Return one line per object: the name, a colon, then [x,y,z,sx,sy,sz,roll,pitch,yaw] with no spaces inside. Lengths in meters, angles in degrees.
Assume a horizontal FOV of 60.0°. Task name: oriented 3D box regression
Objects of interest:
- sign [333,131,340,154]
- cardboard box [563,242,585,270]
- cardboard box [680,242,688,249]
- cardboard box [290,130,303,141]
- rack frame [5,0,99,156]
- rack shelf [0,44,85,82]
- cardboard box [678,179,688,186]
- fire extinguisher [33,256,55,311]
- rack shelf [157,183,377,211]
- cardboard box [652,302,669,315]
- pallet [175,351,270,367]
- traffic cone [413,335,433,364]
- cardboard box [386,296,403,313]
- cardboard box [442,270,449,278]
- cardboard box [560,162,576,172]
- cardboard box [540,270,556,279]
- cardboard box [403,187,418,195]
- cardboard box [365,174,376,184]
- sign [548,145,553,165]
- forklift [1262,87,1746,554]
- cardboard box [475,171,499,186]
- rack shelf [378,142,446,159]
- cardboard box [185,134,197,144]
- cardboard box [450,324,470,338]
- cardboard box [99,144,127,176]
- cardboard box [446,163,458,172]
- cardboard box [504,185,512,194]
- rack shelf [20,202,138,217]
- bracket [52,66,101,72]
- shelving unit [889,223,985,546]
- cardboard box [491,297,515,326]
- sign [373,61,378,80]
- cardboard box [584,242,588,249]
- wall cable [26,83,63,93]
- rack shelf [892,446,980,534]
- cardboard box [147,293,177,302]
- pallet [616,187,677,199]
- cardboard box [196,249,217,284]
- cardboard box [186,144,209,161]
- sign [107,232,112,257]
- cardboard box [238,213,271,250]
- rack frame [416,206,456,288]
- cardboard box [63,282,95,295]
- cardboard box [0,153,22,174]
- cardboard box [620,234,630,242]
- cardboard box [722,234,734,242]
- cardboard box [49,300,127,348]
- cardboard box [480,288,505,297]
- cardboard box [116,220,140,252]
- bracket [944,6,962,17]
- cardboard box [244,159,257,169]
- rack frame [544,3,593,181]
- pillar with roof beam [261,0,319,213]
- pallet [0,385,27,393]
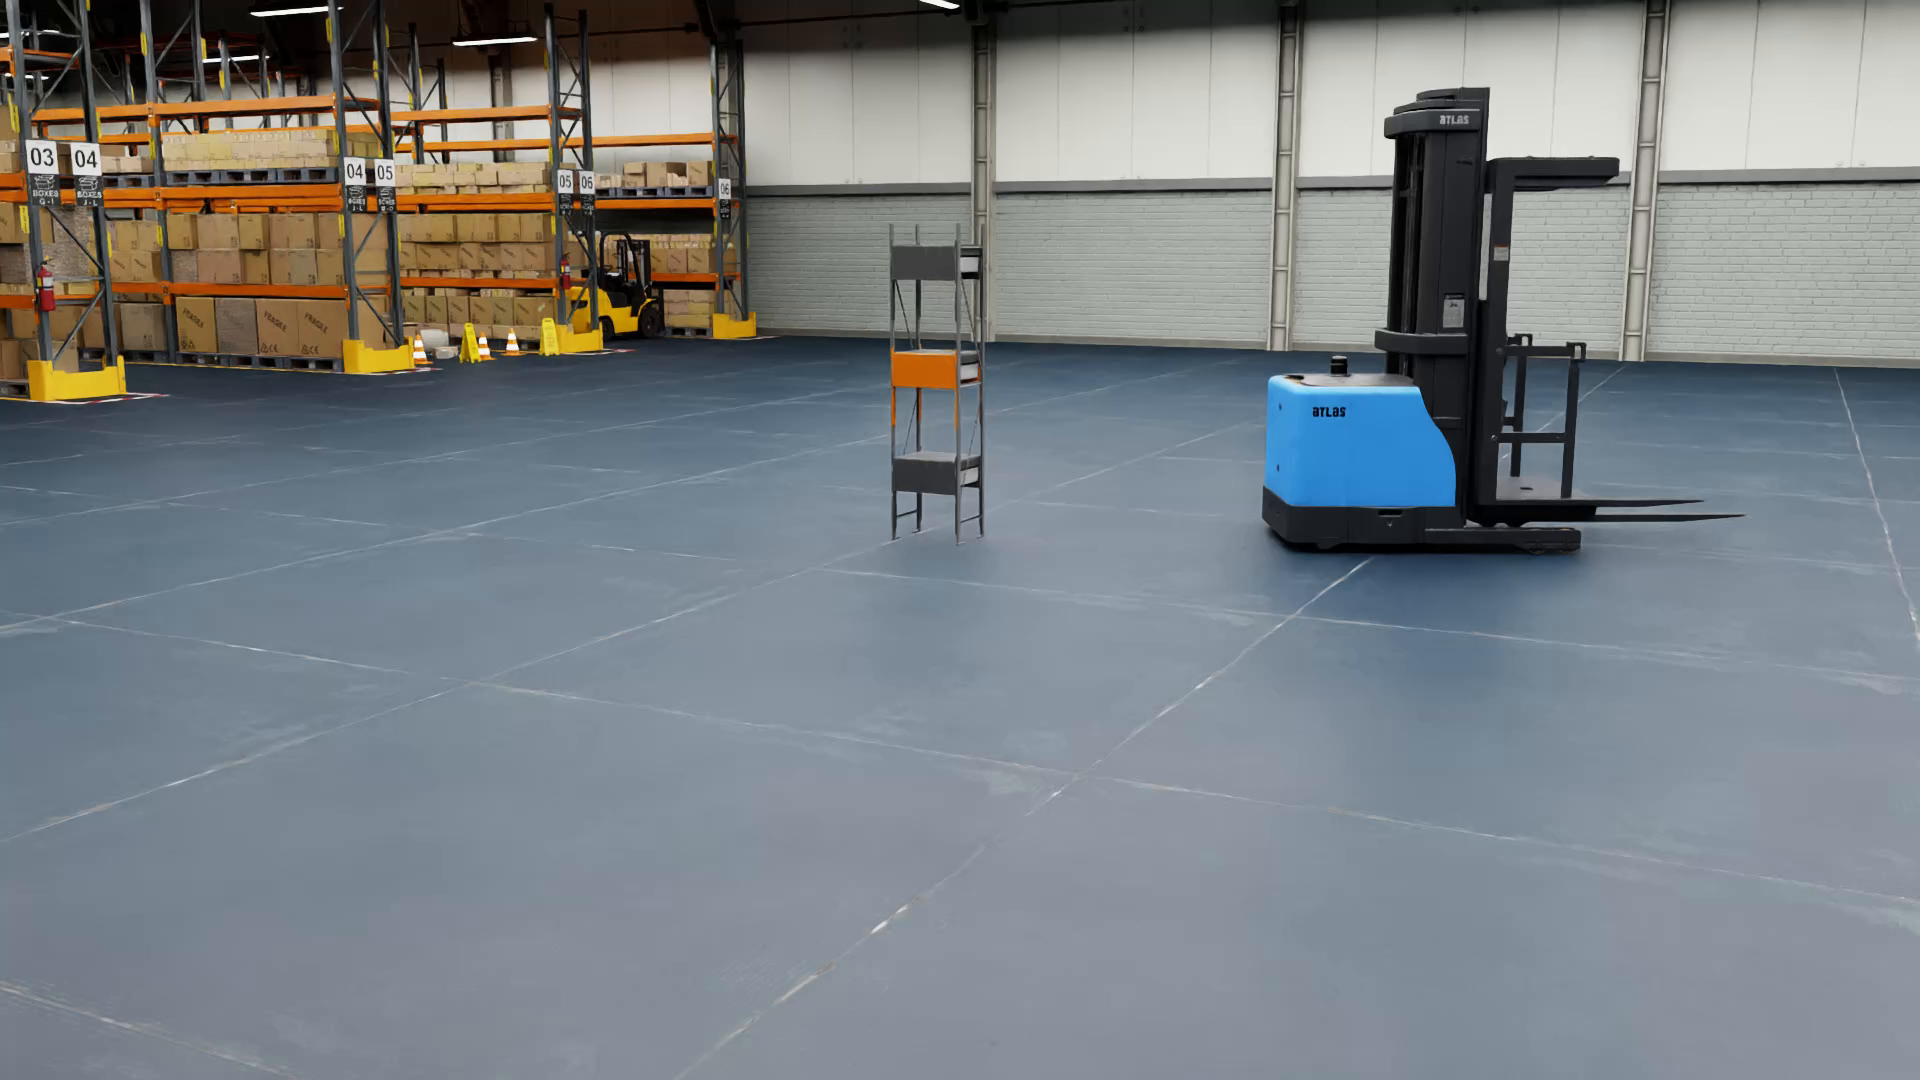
sign: [-9.239,-5.885,24.640,0.005,0.325,0.100,5,11,26]
cardboard box: [-7.189,-5.174,30.280,0.500,0.500,0.500,5,11,25]
cardboard box: [-5.577,-6.086,34.335,0.250,0.149,0.380,5,12,27]
cardboard box: [-9.892,-6.111,25.159,0.250,0.149,0.380,5,12,27]
rack frame: [-11.272,-6.266,20.585,0.127,3.000,1.000,5,11,26]
rack shelf: [-13.066,-6.068,21.520,4.000,0.370,1.077,5,11,26]
cardboard box: [-5.572,-7.315,34.048,0.250,0.149,0.380,5,11,24]
fire extinguisher: [-11.373,-3.193,20.669,0.183,0.674,0.296,5,11,26]
rack shelf: [-10.780,-5.378,26.120,4.000,0.370,1.077,5,11,26]
cardboard box: [-6.186,-4.856,34.779,0.500,0.250,0.500,5,11,25]
pallet: [-11.926,-2.969,27.042,1.213,0.211,1.003,5,11,26]
traffic cone: [-8.835,-3.119,27.162,0.334,0.463,0.336,5,11,26]
cardboard box: [-12.787,-5.337,38.136,0.500,0.500,0.500,5,11,25]
cardboard box: [-9.373,-4.944,30.828,0.250,0.149,0.380,5,11,26]
cardboard box: [-7.116,-6.702,29.883,0.250,0.149,0.380,5,11,25]
cardboard box: [-7.317,-4.768,29.860,0.250,0.149,0.380,5,12,28]
cardboard box: [-10.094,-6.471,30.843,0.250,0.149,0.380,5,11,26]
cardboard box: [-11.062,-6.844,31.441,0.500,0.250,0.500,5,11,25]
sign: [-7.151,-6.721,29.037,0.005,0.325,0.100,5,11,26]
forklift: [3.630,-1.445,10.984,3.031,2.935,1.130,0,10,0]
cardboard box: [-8.383,-6.523,30.011,0.500,0.250,0.500,5,12,27]
rack shelf: [-13.662,-8.879,38.165,4.000,0.370,1.077,5,11,26]
cardboard box: [-11.942,-6.291,26.153,0.250,0.149,0.380,5,11,25]
cardboard box: [-9.104,-3.894,30.867,0.500,0.250,0.500,5,11,25]
cardboard box: [-14.478,-6.417,28.103,0.500,0.500,0.500,5,11,26]
cardboard box: [-9.144,-6.786,30.346,0.250,0.149,0.380,5,11,25]
cardboard box: [-7.989,-6.304,29.922,0.250,0.149,0.380,5,11,26]
rack shelf: [-19.442,-7.122,35.757,4.000,0.370,1.077,5,11,26]
bracket: [-24.097,-12.226,43.411,5.218,0.066,0.076,5,11,26]
shelving unit: [-0.148,-1.046,11.115,0.503,2.100,0.431,5,11,26]
cardboard box: [-8.190,-4.181,30.348,0.500,0.500,0.500,6,12,28]
sign: [-10.715,-8.613,30.482,0.005,0.325,0.100,5,11,26]
cardboard box: [-7.879,-6.286,35.438,0.250,0.149,0.380,5,12,27]
wall cable: [-23.538,-13.289,43.770,0.133,3.039,2.988,5,11,26]
rack shelf: [-0.148,-0.344,11.242,0.480,0.518,0.431,5,11,26]
cardboard box: [-16.244,-4.898,34.655,0.875,0.875,0.875,5,12,27]
pallet: [-6.415,-7.278,34.847,1.213,0.211,1.003,5,11,26]
cardboard box: [-11.734,-4.420,26.811,0.550,0.550,0.875,5,11,26]
cardboard box: [-11.806,-6.095,26.189,0.500,0.250,0.500,5,11,25]
sign: [-11.032,-3.827,21.521,0.005,0.325,0.100,5,11,26]
cardboard box: [-10.811,-4.854,26.176,0.500,0.550,0.875,5,11,26]
rack frame: [-11.868,-6.320,37.729,0.127,3.000,1.000,5,11,26]
cardboard box: [-11.422,-3.251,21.476,0.250,0.149,0.380,5,11,26]
cardboard box: [-11.817,-4.714,20.851,0.500,0.250,0.500,5,12,27]
cardboard box: [-6.936,-6.358,35.003,0.250,0.149,0.380,5,11,26]
cardboard box: [-4.901,-6.265,34.487,0.250,0.149,0.380,5,11,25]
cardboard box: [-14.869,-3.698,28.376,0.750,0.750,1.050,5,11,27]
cardboard box: [-8.539,-4.520,30.395,0.250,0.149,0.380,6,12,28]
cardboard box: [-13.484,-5.033,27.529,0.500,0.500,0.700,5,11,25]
bracket: [-0.068,-10.115,31.745,0.430,0.232,0.235,5,11,26]
cardboard box: [-10.802,-5.799,25.671,0.250,0.149,0.380,5,11,27]
rack frame: [-6.887,-7.849,29.330,0.127,3.000,1.000,5,11,26]
pillar with roof beam: [-17.586,-9.099,36.236,0.548,9.000,9.100,5,11,26]
pallet: [-13.143,-2.114,22.318,1.213,0.211,1.003,5,11,26]
